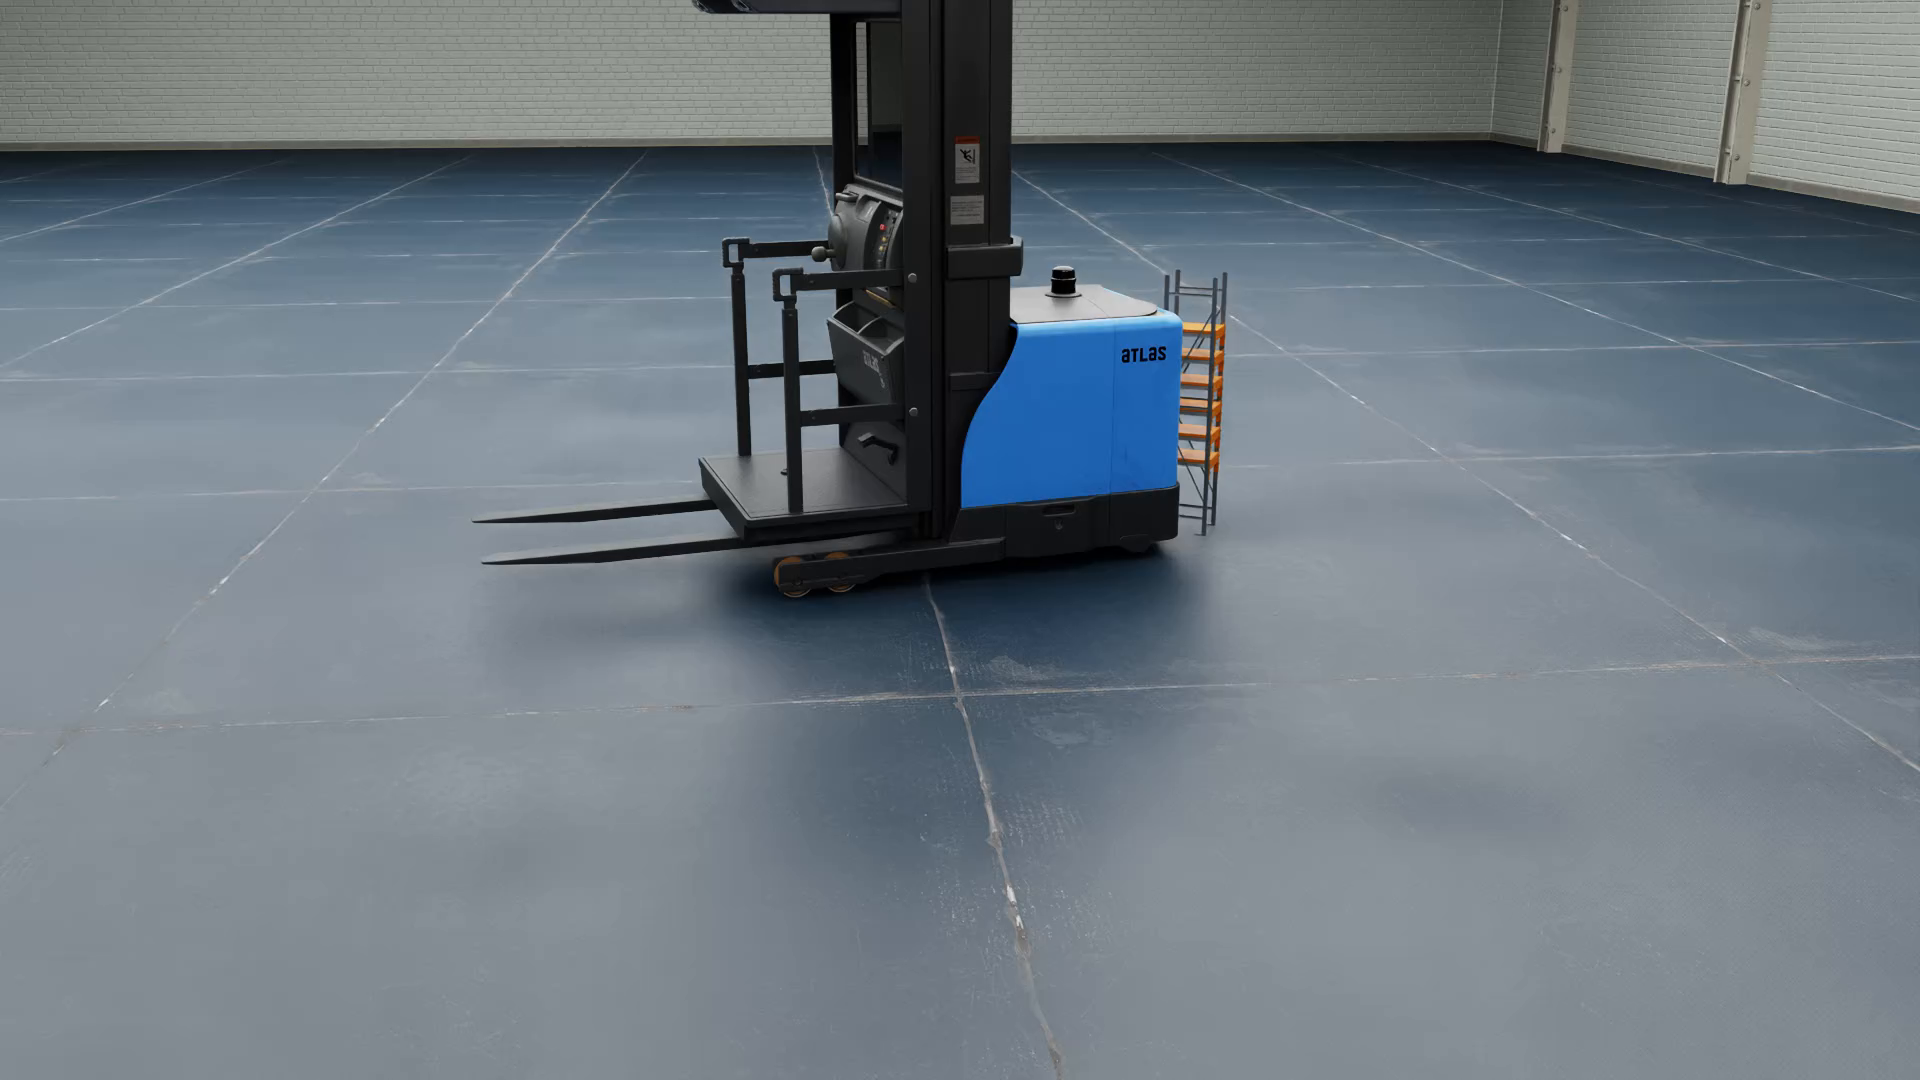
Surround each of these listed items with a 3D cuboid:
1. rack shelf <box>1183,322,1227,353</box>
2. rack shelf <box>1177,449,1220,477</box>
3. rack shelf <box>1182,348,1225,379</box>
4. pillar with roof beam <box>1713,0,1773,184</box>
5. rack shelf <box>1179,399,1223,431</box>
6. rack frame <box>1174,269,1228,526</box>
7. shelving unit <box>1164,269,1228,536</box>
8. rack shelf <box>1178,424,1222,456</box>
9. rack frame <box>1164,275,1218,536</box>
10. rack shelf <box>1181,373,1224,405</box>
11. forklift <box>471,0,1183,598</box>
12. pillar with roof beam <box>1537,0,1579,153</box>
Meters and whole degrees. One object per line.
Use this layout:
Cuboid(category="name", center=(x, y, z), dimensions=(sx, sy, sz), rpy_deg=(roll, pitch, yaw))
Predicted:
Cuboid(category="rack shelf", center=(1.066, -0.930, 7.583), dimensions=(0.258, 0.103, 0.180), rpy_deg=(7, 19, 21))
Cuboid(category="rack shelf", center=(1.066, -0.358, 7.763), dimensions=(0.258, 0.103, 0.180), rpy_deg=(7, 19, 21))
Cuboid(category="rack shelf", center=(1.066, -0.816, 7.619), dimensions=(0.258, 0.103, 0.180), rpy_deg=(7, 19, 21))
Cuboid(category="pillar with roof beam", center=(6.973, -9.377, 22.522), dimensions=(9.100, 9.000, 0.400), rpy_deg=(-2, 18, -6))
Cuboid(category="rack shelf", center=(1.066, -0.587, 7.691), dimensions=(0.258, 0.103, 0.180), rpy_deg=(7, 19, 21))
Cuboid(category="rack frame", center=(1.101, -0.654, 7.758), dimensions=(0.240, 1.200, 0.006), rpy_deg=(7, 19, 21))
Cuboid(category="shelving unit", center=(1.066, -0.629, 7.677), dimensions=(0.258, 1.200, 0.189), rpy_deg=(7, 19, 21))
Cuboid(category="rack shelf", center=(1.066, -0.472, 7.727), dimensions=(0.258, 0.103, 0.180), rpy_deg=(7, 19, 21))
Cuboid(category="rack frame", center=(1.032, -0.604, 7.597), dimensions=(0.240, 1.200, 0.006), rpy_deg=(7, 19, 21))
Cuboid(category="rack shelf", center=(1.066, -0.701, 7.655), dimensions=(0.258, 0.103, 0.180), rpy_deg=(7, 19, 21))
Cuboid(category="forklift", center=(-0.589, -1.337, 7.043), dimensions=(3.031, 2.935, 1.130), rpy_deg=(-6, 18, -18))
Cuboid(category="pillar with roof beam", center=(6.354, -11.165, 28.216), dimensions=(9.100, 9.000, 0.400), rpy_deg=(-2, 18, -6))
